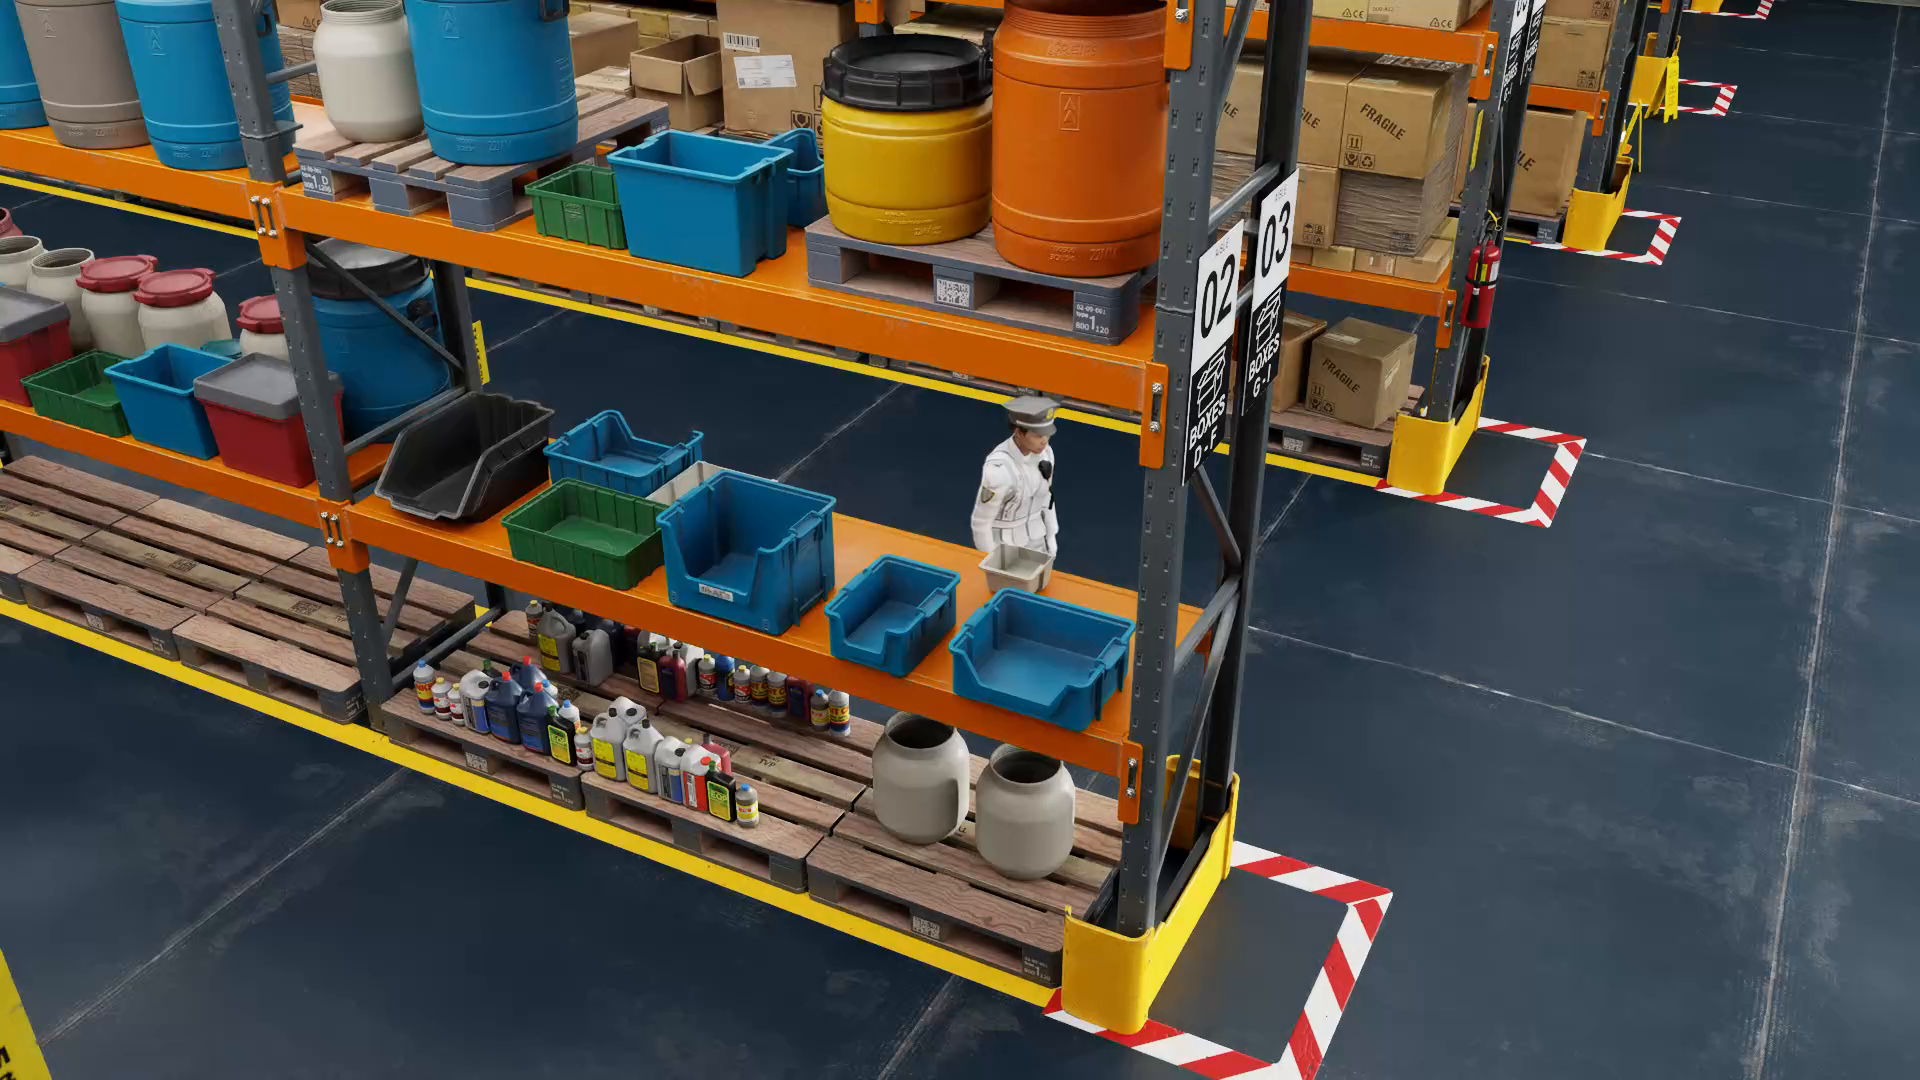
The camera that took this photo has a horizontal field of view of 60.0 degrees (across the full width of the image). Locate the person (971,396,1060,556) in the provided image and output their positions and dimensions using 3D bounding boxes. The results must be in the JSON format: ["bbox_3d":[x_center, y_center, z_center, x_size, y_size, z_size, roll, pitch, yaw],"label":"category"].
[{"bbox_3d":[0.291,0.056,8.185,0.535,1.663,0.404,-27,39,-37],"label":"person"}]
